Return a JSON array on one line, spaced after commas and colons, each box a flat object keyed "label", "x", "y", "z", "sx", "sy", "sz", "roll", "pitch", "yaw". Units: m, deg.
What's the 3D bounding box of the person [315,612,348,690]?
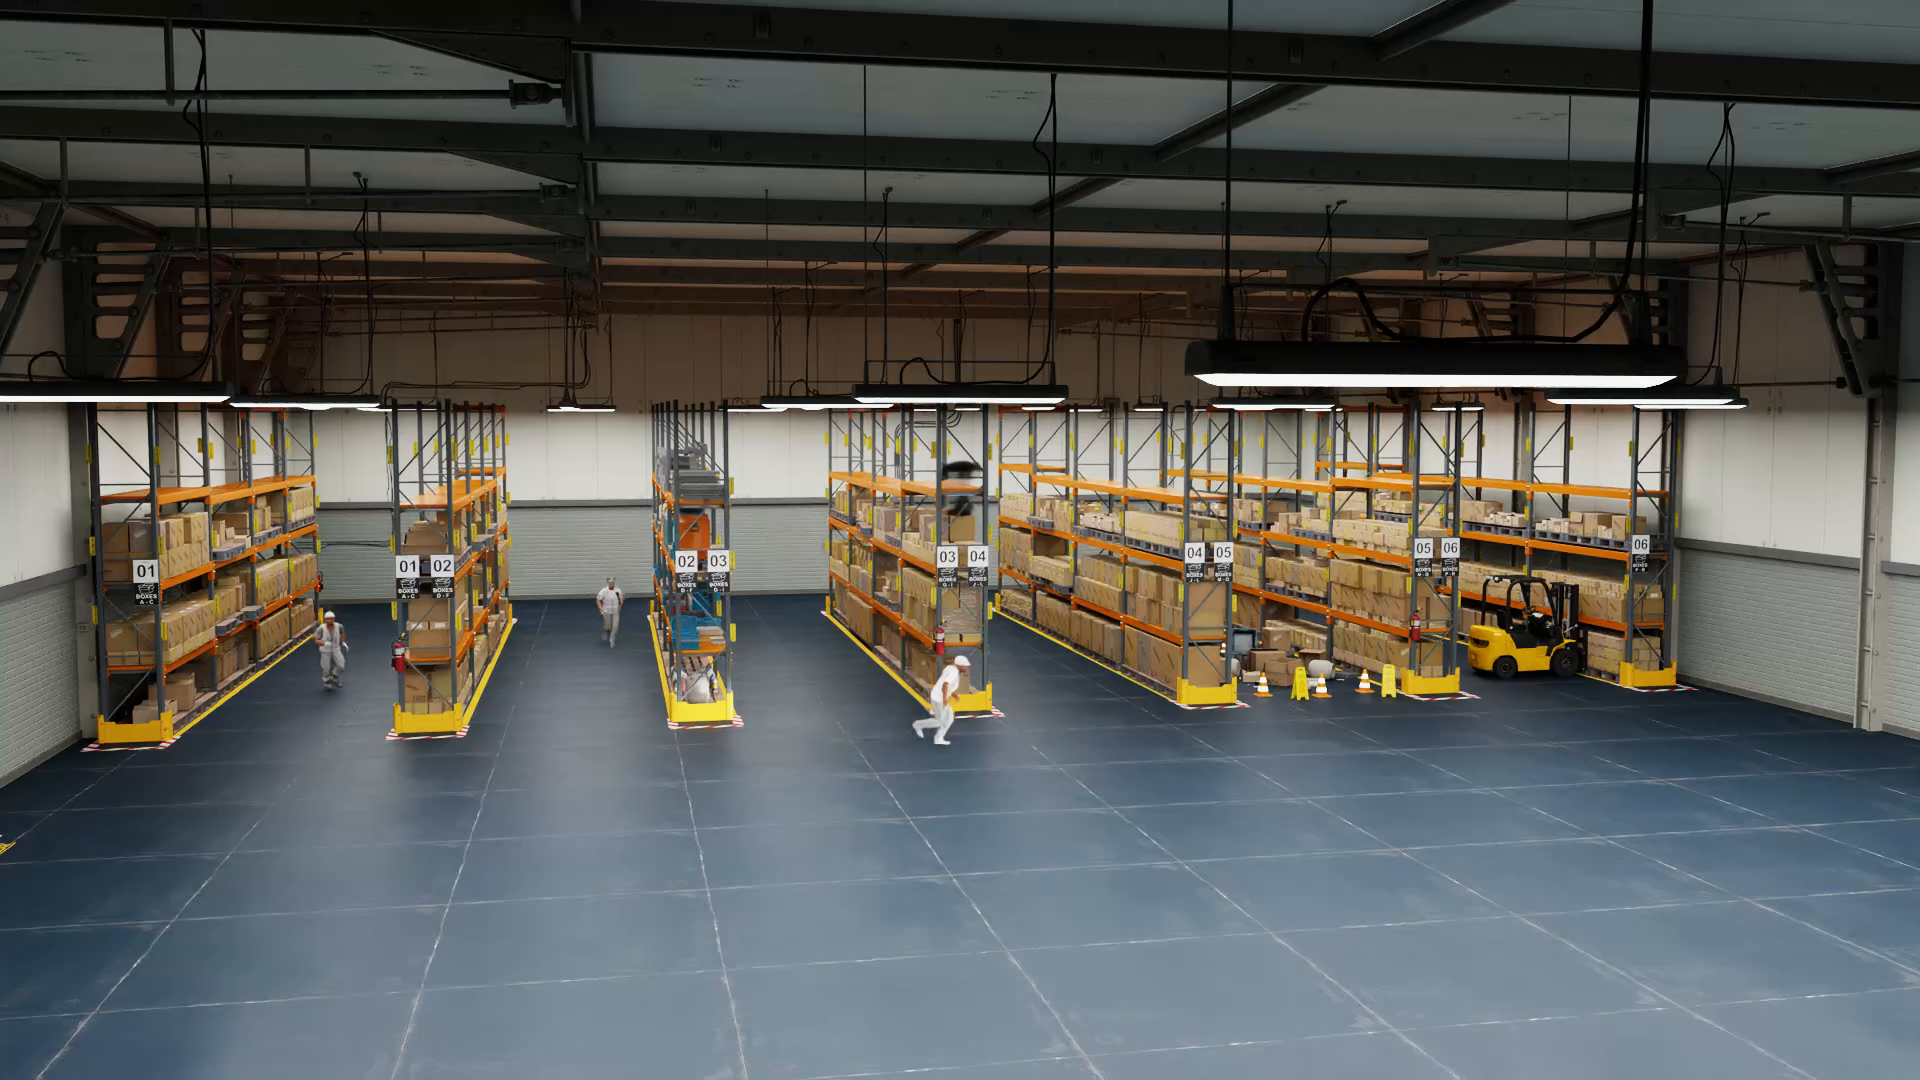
[{"label": "person", "x": -12.948, "y": 2.296, "z": 34.295, "sx": 0.703, "sy": 1.678, "sz": 0.867, "roll": -3, "pitch": 5, "yaw": -34}]

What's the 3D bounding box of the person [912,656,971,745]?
[{"label": "person", "x": -0.321, "y": 2.782, "z": 28.770, "sx": 1.021, "sy": 1.564, "sz": 0.712, "roll": 0, "pitch": 4, "yaw": 1}]

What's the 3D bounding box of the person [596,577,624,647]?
[{"label": "person", "x": -8.668, "y": 1.768, "z": 41.245, "sx": 0.677, "sy": 1.739, "sz": 0.636, "roll": -2, "pitch": 5, "yaw": -25}]

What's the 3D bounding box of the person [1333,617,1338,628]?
[{"label": "person", "x": 10.086, "y": 1.529, "z": 44.315, "sx": 0.693, "sy": 1.721, "sz": 0.974, "roll": -2, "pitch": 5, "yaw": -28}]
